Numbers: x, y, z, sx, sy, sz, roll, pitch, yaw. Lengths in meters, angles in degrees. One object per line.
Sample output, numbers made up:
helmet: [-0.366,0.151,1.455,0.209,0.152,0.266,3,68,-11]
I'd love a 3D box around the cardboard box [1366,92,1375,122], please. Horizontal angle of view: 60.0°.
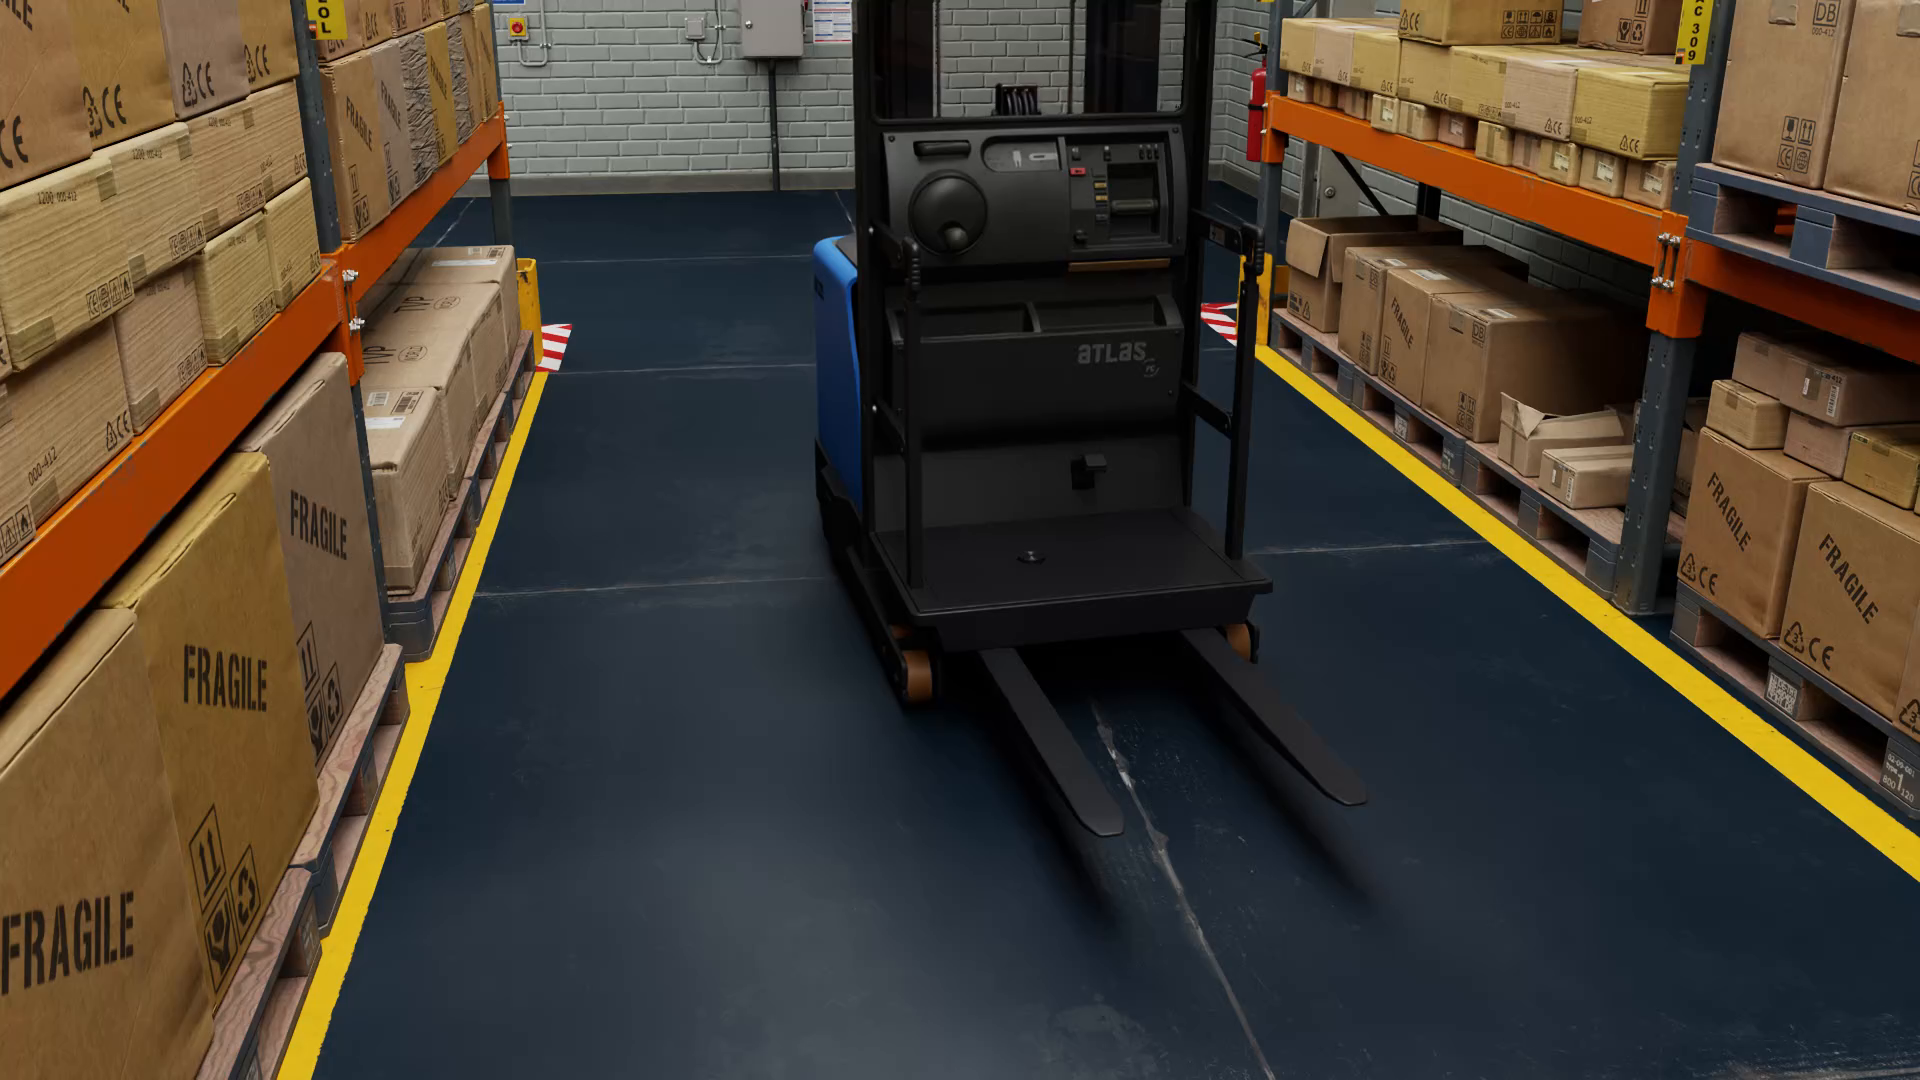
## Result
cardboard box: [2.080,-1.973,7.571,0.380,0.149,0.250,-3,21,-7]

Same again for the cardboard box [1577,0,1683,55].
cardboard box: [2.755,-2.140,6.377,0.500,0.500,0.500,-3,21,-9]

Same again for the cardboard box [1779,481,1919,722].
cardboard box: [2.640,0.146,4.510,0.500,0.500,0.500,-3,21,-8]

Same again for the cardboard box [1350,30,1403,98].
cardboard box: [2.077,-2.124,7.406,0.500,0.250,0.500,-3,21,-9]

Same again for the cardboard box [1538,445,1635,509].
cardboard box: [2.335,-0.230,6.019,0.380,0.149,0.250,-4,21,-9]

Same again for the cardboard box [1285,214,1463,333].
cardboard box: [2.124,-1.386,8.609,0.797,0.503,0.637,-4,21,-10]

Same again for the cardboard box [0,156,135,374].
cardboard box: [-1.650,-0.435,2.592,0.500,0.250,0.500,-3,21,-7]

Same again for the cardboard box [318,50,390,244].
cardboard box: [-2.014,-1.162,4.896,0.500,0.500,0.500,-2,21,-6]

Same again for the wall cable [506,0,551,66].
wall cable: [-3.618,-4.766,13.192,0.585,1.953,0.123,-3,21,-8]

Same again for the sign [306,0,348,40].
sign: [-1.670,-1.475,4.337,0.100,0.325,0.005,-3,21,-8]

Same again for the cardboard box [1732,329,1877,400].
cardboard box: [2.554,-0.525,4.955,0.380,0.149,0.250,-3,21,-9]

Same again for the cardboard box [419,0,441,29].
cardboard box: [-2.234,-2.159,6.138,0.500,0.500,0.500,-3,21,-8]

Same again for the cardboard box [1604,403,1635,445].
cardboard box: [2.782,-0.443,6.589,0.380,0.149,0.250,-3,21,-8]

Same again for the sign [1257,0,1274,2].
sign: [1.593,-2.954,8.600,0.100,0.325,0.005,-3,21,-8]

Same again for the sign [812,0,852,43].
sign: [-1.059,-4.383,13.799,0.329,0.494,0.001,-3,21,-8]

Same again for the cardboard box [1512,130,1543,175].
cardboard box: [2.279,-1.441,6.146,0.380,0.149,0.250,-2,21,-6]

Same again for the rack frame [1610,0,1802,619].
rack frame: [2.706,-1.191,5.117,1.000,3.000,0.127,-3,21,-8]

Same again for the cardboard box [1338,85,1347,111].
cardboard box: [2.060,-2.155,8.059,0.380,0.149,0.250,-3,21,-8]

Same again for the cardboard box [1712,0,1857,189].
cardboard box: [2.554,-1.256,4.548,0.700,0.500,0.500,-2,21,-6]

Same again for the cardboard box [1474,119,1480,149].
cardboard box: [2.288,-1.623,6.633,0.380,0.149,0.250,-3,21,-7]

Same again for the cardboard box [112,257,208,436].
cardboard box: [-1.765,-0.374,3.145,0.500,0.250,0.500,-3,21,-9]

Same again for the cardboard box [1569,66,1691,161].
cardboard box: [2.391,-1.424,5.531,0.500,0.250,0.500,-2,21,-6]

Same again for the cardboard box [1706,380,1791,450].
cardboard box: [2.494,-0.383,4.999,0.380,0.149,0.250,-2,21,-5]

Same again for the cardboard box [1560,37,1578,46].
cardboard box: [2.673,-1.968,6.986,0.500,0.250,0.500,-3,21,-8]

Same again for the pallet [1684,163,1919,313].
pallet: [2.713,-0.819,4.395,1.003,0.211,1.213,-3,21,-8]

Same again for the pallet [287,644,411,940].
pallet: [-2.019,0.631,4.226,1.003,0.211,1.213,-3,21,-8]

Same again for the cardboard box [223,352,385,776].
cardboard box: [-2.037,0.070,4.178,0.875,0.875,0.875,-2,21,-6]

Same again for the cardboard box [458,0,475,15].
cardboard box: [-2.372,-2.505,7.064,0.500,0.500,0.500,-3,21,-8]

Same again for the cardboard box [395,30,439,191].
cardboard box: [-2.148,-1.509,5.825,0.500,0.500,0.500,-3,21,-7]

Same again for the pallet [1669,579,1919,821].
pallet: [2.861,0.395,4.856,1.003,0.211,1.213,-3,21,-8]

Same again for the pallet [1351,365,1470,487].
pallet: [2.429,-0.545,7.375,1.003,0.211,1.213,-3,21,-8]

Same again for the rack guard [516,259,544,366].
rack guard: [-2.785,-1.161,8.611,1.175,0.500,0.348,-3,21,-8]

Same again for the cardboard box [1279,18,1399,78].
cardboard box: [1.928,-2.474,8.342,0.500,0.250,0.500,-3,21,-7]

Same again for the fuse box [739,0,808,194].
fuse box: [-1.518,-3.727,13.749,0.539,1.711,0.414,-3,21,-8]

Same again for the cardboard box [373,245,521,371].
cardboard box: [-2.588,-1.097,7.928,0.875,0.438,0.875,-4,21,-10]

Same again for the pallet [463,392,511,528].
pallet: [-2.417,-0.323,6.780,1.003,0.211,1.213,-3,21,-8]

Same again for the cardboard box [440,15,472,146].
cardboard box: [-2.309,-1.865,6.780,0.500,0.500,0.500,-2,21,-6]

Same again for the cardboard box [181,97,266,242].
cardboard box: [-1.822,-0.790,3.544,0.500,0.250,0.500,-2,21,-6]

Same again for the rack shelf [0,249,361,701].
rack shelf: [-1.917,0.090,2.715,1.077,0.370,4.000,-3,21,-8]

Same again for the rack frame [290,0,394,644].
rack frame: [-2.205,-0.939,4.443,1.000,3.000,0.127,-3,21,-8]

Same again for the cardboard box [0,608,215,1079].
cardboard box: [-1.770,0.692,2.513,0.875,0.875,0.875,-3,21,-7]

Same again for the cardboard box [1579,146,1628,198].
cardboard box: [2.351,-1.260,5.661,0.380,0.149,0.250,-2,21,-6]

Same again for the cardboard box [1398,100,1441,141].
cardboard box: [2.100,-1.792,7.085,0.380,0.149,0.250,-2,21,-7]

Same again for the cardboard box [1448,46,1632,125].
cardboard box: [2.246,-1.770,6.457,0.500,0.250,0.500,-3,21,-8]

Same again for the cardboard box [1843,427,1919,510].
cardboard box: [2.659,-0.202,4.516,0.380,0.149,0.250,-4,21,-11]

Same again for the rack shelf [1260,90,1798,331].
rack shelf: [2.418,-1.546,7.097,1.077,0.370,4.000,-3,21,-8]

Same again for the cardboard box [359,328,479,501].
cardboard box: [-2.319,-0.468,6.245,0.875,0.438,0.875,-4,21,-9]

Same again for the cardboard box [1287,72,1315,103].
cardboard box: [1.905,-2.330,8.527,0.380,0.149,0.250,-3,21,-8]

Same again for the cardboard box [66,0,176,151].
cardboard box: [-1.757,-0.957,2.920,0.500,0.500,0.500,-2,21,-6]

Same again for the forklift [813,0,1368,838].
forklift: [0.286,-1.034,4.795,1.130,2.935,3.031,-5,21,-13]

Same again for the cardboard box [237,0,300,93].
cardboard box: [-1.892,-1.312,3.871,0.500,0.500,0.500,-2,21,-6]

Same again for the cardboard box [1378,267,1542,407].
cardboard box: [2.186,-0.899,7.308,0.500,0.500,0.500,-3,21,-7]

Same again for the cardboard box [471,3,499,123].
cardboard box: [-2.450,-2.217,7.723,0.500,0.500,0.500,-3,21,-7]

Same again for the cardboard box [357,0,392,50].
cardboard box: [-2.101,-1.807,5.194,0.500,0.500,0.500,-3,21,-8]

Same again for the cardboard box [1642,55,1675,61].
cardboard box: [2.823,-1.618,6.051,0.500,0.250,0.500,-3,21,-8]

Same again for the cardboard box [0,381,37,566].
cardboard box: [-1.612,-0.025,2.210,0.500,0.250,0.500,-2,21,-6]

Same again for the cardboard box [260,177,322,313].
cardboard box: [-1.891,-0.726,4.088,0.500,0.250,0.500,-3,21,-9]
